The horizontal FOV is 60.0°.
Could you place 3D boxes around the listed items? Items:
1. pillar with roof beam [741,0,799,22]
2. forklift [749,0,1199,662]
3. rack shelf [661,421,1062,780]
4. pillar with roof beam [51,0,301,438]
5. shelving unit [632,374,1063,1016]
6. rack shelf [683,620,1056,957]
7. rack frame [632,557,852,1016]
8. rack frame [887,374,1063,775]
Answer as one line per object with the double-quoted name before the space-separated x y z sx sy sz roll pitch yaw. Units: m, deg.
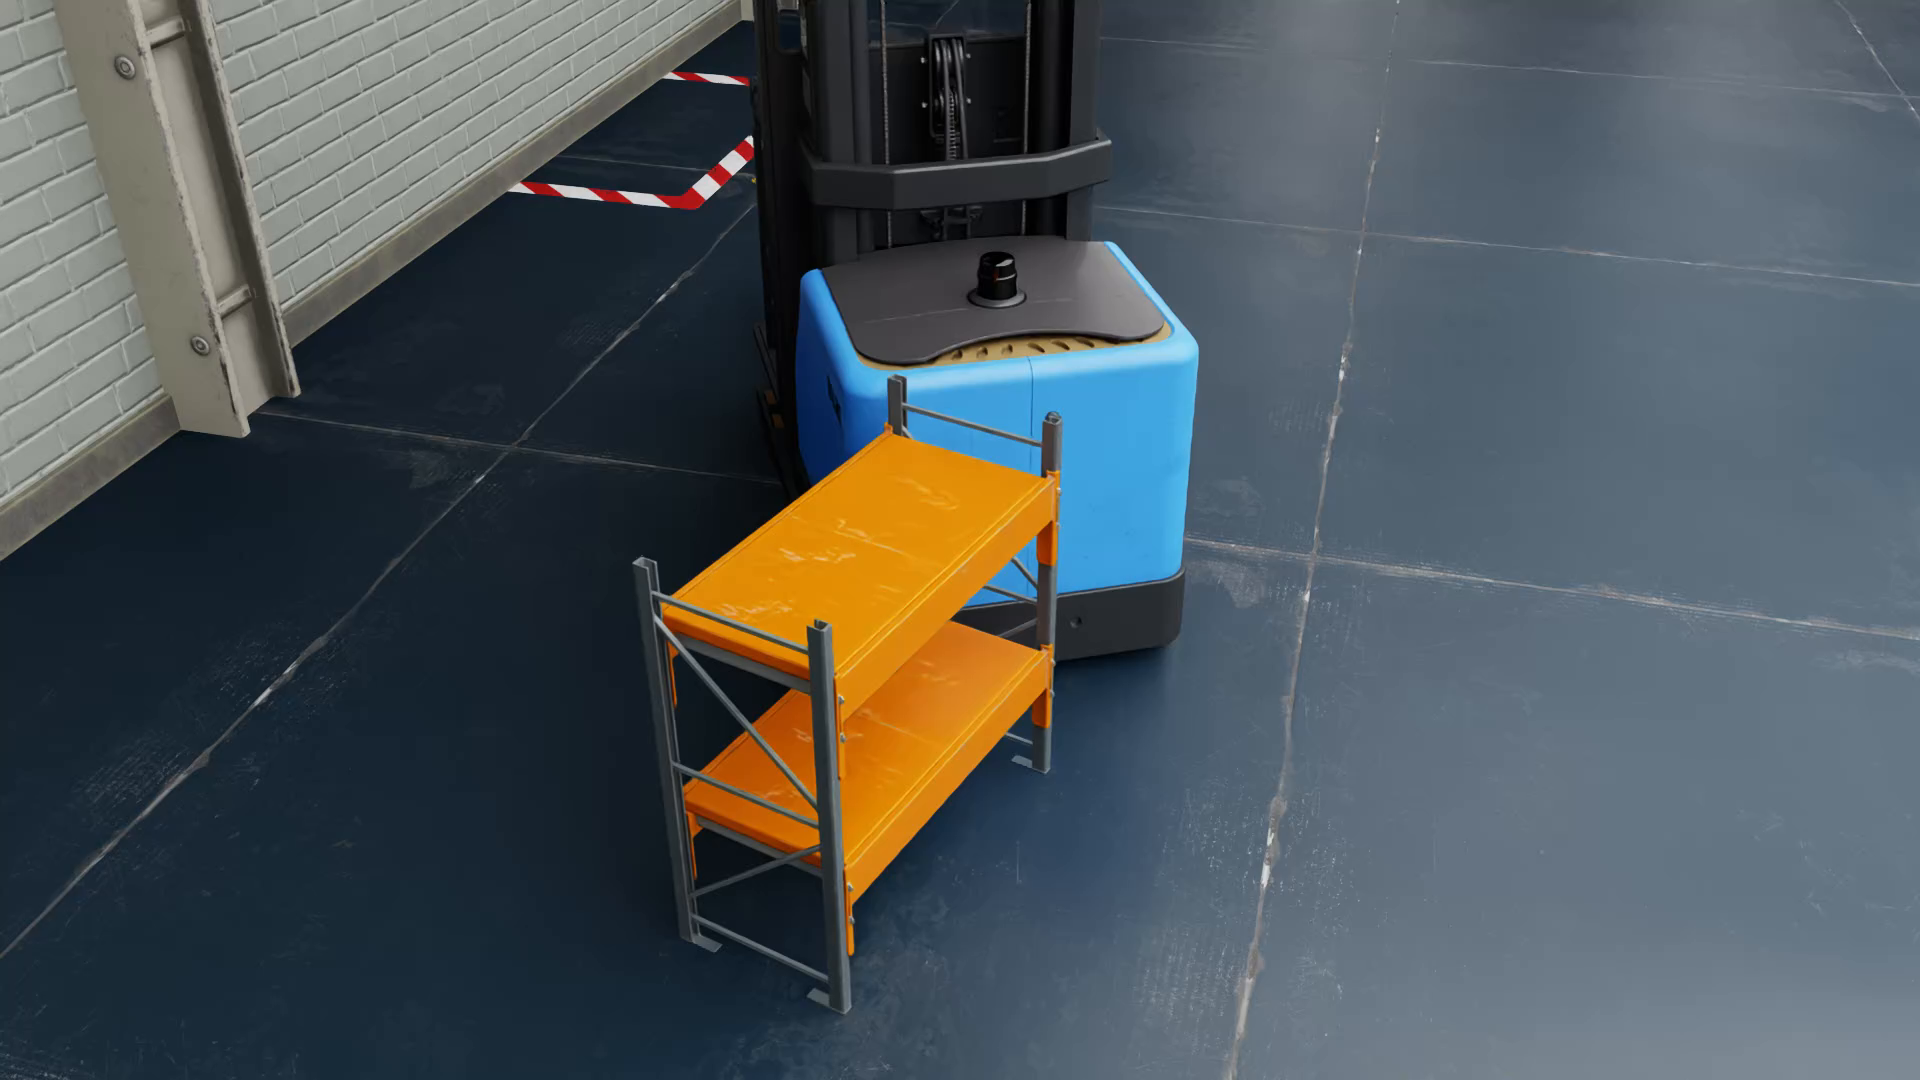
"pillar with roof beam" 2.842 -6.839 8.120 9.100 9.000 0.400 8 33 12
"forklift" -0.157 -1.585 5.511 1.130 2.935 3.031 -7 33 -11
"rack shelf" -0.224 0.103 3.994 0.538 0.278 1.000 18 36 25
"pillar with roof beam" 1.320 -3.726 3.223 9.100 9.000 0.400 8 33 12
"shelving unit" -0.224 0.350 4.151 0.538 1.125 1.048 18 36 25
"rack shelf" -0.224 0.557 4.282 0.538 0.278 1.000 18 36 25
"rack frame" -0.483 0.585 3.781 0.500 1.125 0.032 18 36 25
"rack frame" 0.034 0.115 4.520 0.500 1.125 0.032 18 36 25
